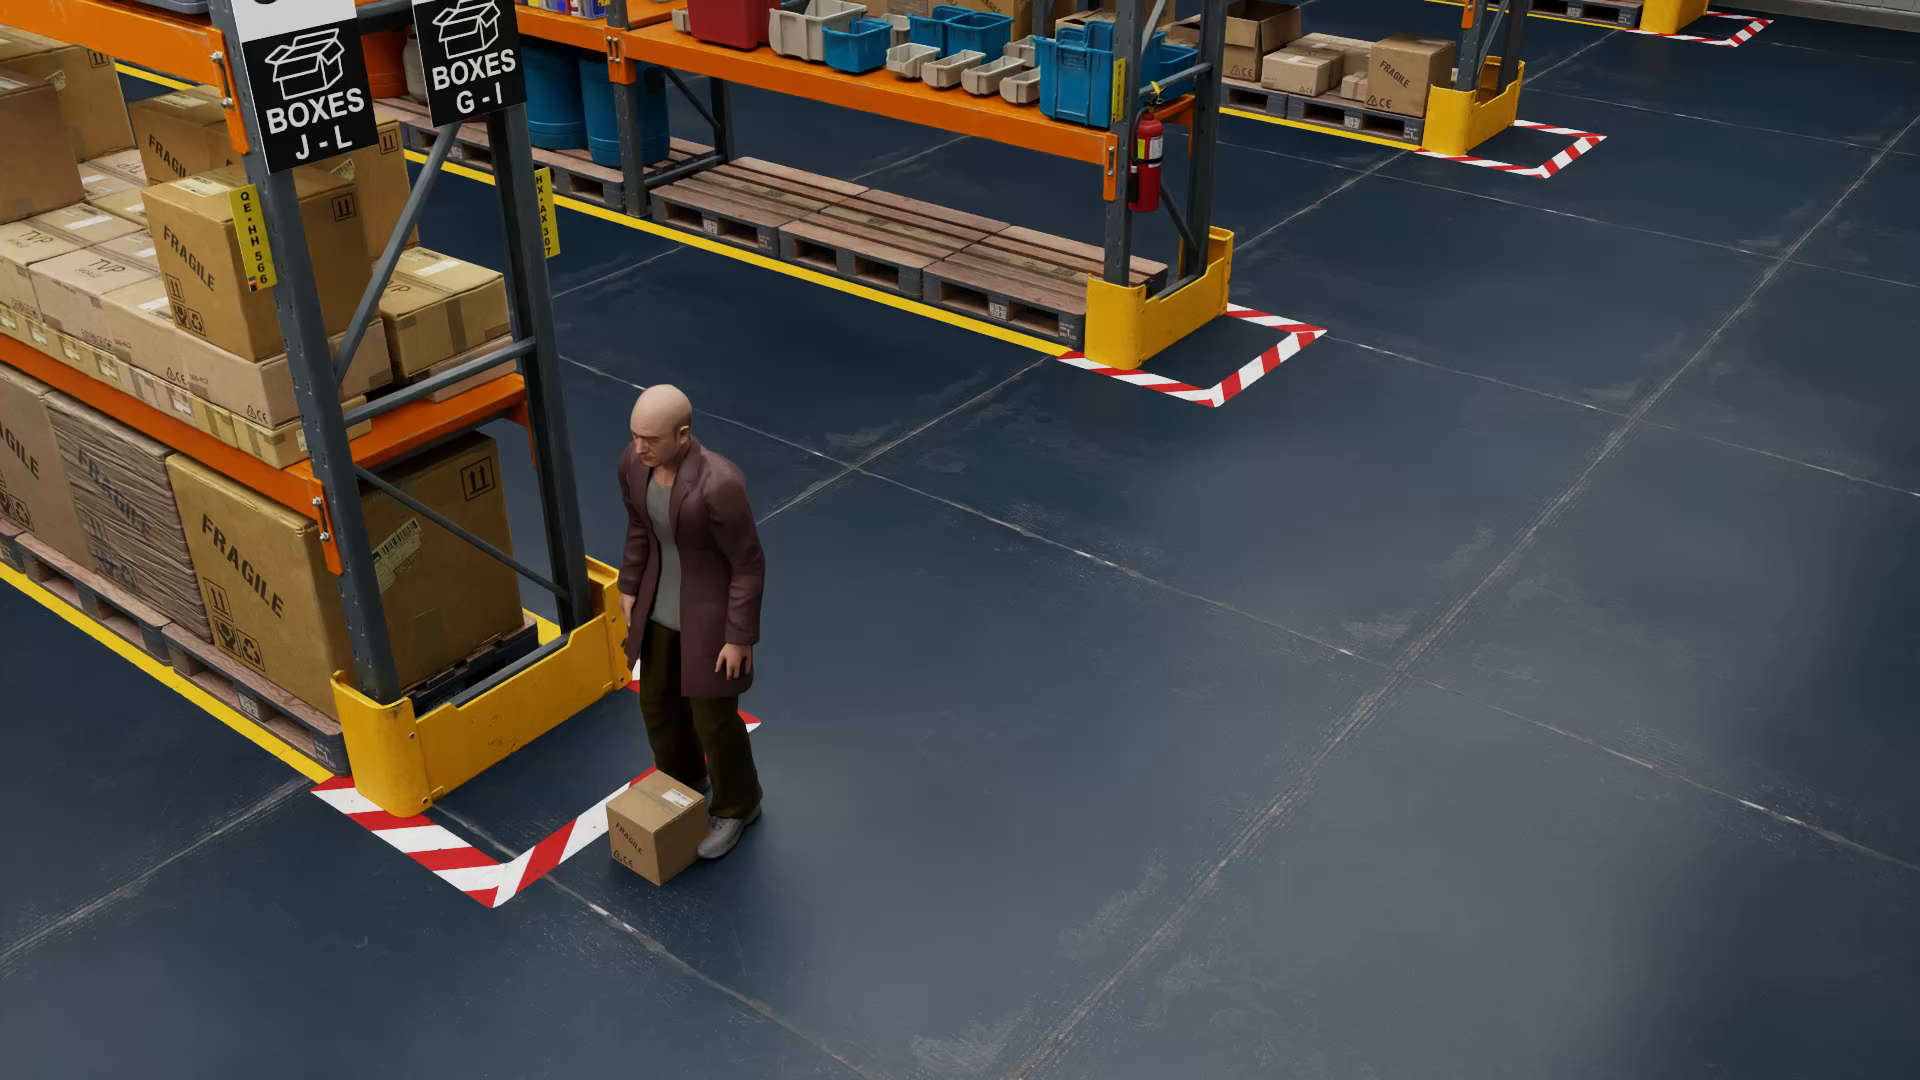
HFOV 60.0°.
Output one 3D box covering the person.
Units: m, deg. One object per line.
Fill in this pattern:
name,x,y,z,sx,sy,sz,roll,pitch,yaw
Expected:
person,-0.933,0.261,5.704,0.642,1.773,0.428,21,37,32
